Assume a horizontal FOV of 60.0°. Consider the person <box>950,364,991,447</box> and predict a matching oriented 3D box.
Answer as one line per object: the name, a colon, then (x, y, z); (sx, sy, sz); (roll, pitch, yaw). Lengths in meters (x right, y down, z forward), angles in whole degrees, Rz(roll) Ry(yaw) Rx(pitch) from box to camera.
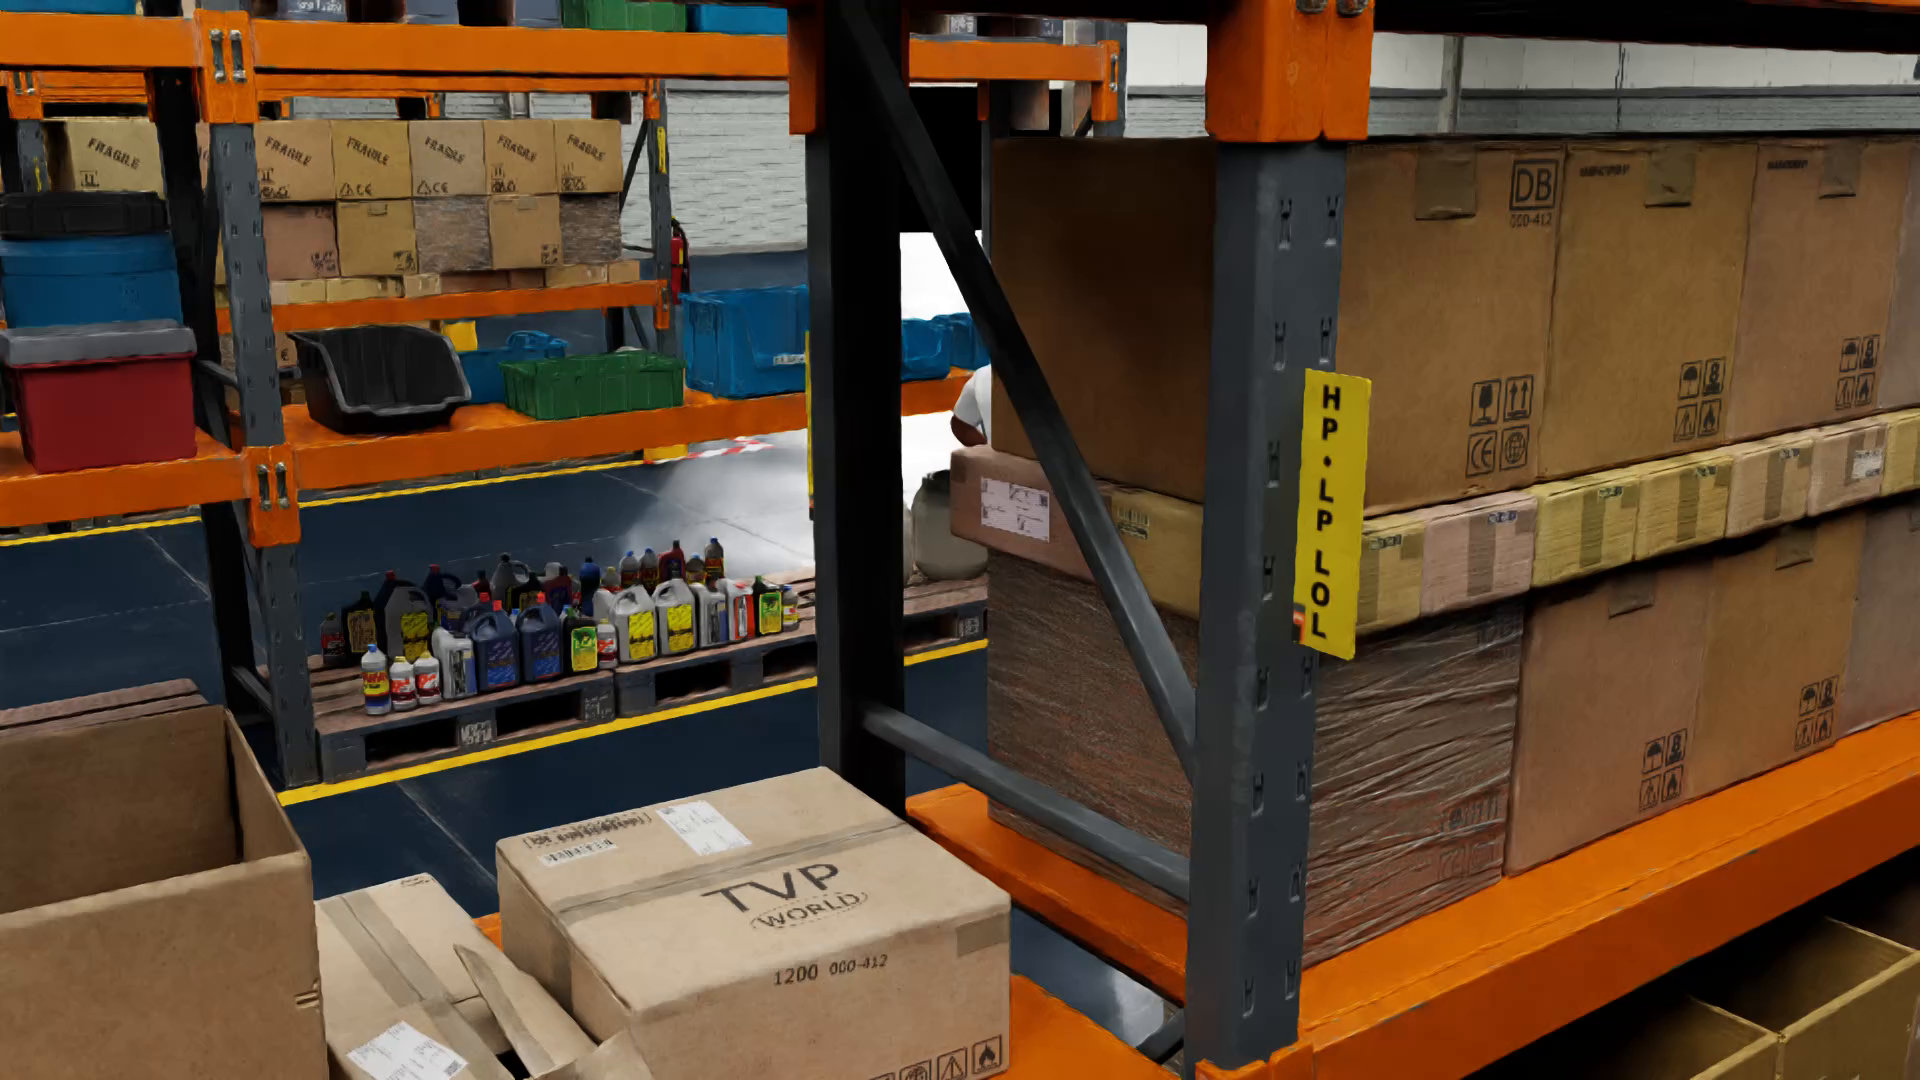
person: (0.313, -0.164, 7.168); (0.501, 1.733, 0.798); (-11, 18, -37)
